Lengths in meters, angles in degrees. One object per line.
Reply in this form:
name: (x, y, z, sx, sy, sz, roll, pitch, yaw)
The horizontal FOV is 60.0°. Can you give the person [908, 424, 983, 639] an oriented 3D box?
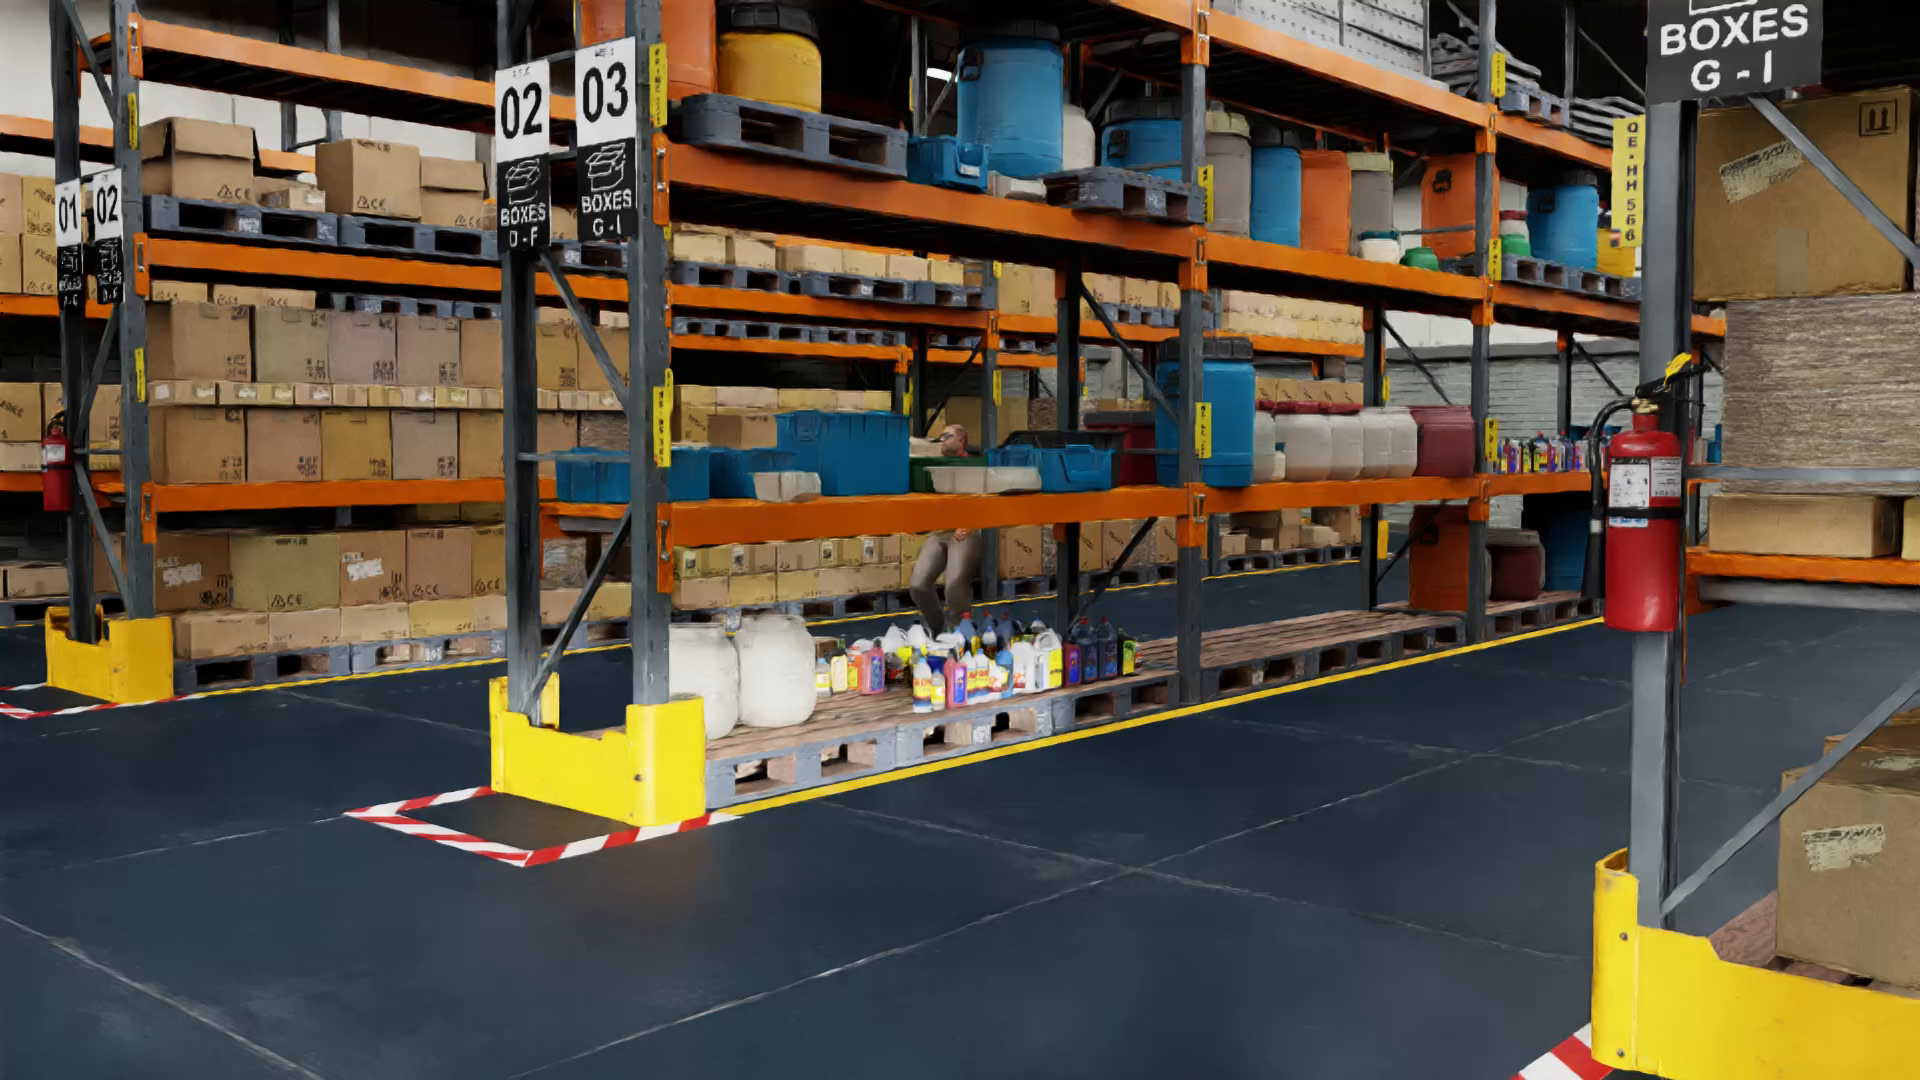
person: (-0.049, 0.012, 12.016, 0.717, 1.696, 0.508, 2, 4, 34)
